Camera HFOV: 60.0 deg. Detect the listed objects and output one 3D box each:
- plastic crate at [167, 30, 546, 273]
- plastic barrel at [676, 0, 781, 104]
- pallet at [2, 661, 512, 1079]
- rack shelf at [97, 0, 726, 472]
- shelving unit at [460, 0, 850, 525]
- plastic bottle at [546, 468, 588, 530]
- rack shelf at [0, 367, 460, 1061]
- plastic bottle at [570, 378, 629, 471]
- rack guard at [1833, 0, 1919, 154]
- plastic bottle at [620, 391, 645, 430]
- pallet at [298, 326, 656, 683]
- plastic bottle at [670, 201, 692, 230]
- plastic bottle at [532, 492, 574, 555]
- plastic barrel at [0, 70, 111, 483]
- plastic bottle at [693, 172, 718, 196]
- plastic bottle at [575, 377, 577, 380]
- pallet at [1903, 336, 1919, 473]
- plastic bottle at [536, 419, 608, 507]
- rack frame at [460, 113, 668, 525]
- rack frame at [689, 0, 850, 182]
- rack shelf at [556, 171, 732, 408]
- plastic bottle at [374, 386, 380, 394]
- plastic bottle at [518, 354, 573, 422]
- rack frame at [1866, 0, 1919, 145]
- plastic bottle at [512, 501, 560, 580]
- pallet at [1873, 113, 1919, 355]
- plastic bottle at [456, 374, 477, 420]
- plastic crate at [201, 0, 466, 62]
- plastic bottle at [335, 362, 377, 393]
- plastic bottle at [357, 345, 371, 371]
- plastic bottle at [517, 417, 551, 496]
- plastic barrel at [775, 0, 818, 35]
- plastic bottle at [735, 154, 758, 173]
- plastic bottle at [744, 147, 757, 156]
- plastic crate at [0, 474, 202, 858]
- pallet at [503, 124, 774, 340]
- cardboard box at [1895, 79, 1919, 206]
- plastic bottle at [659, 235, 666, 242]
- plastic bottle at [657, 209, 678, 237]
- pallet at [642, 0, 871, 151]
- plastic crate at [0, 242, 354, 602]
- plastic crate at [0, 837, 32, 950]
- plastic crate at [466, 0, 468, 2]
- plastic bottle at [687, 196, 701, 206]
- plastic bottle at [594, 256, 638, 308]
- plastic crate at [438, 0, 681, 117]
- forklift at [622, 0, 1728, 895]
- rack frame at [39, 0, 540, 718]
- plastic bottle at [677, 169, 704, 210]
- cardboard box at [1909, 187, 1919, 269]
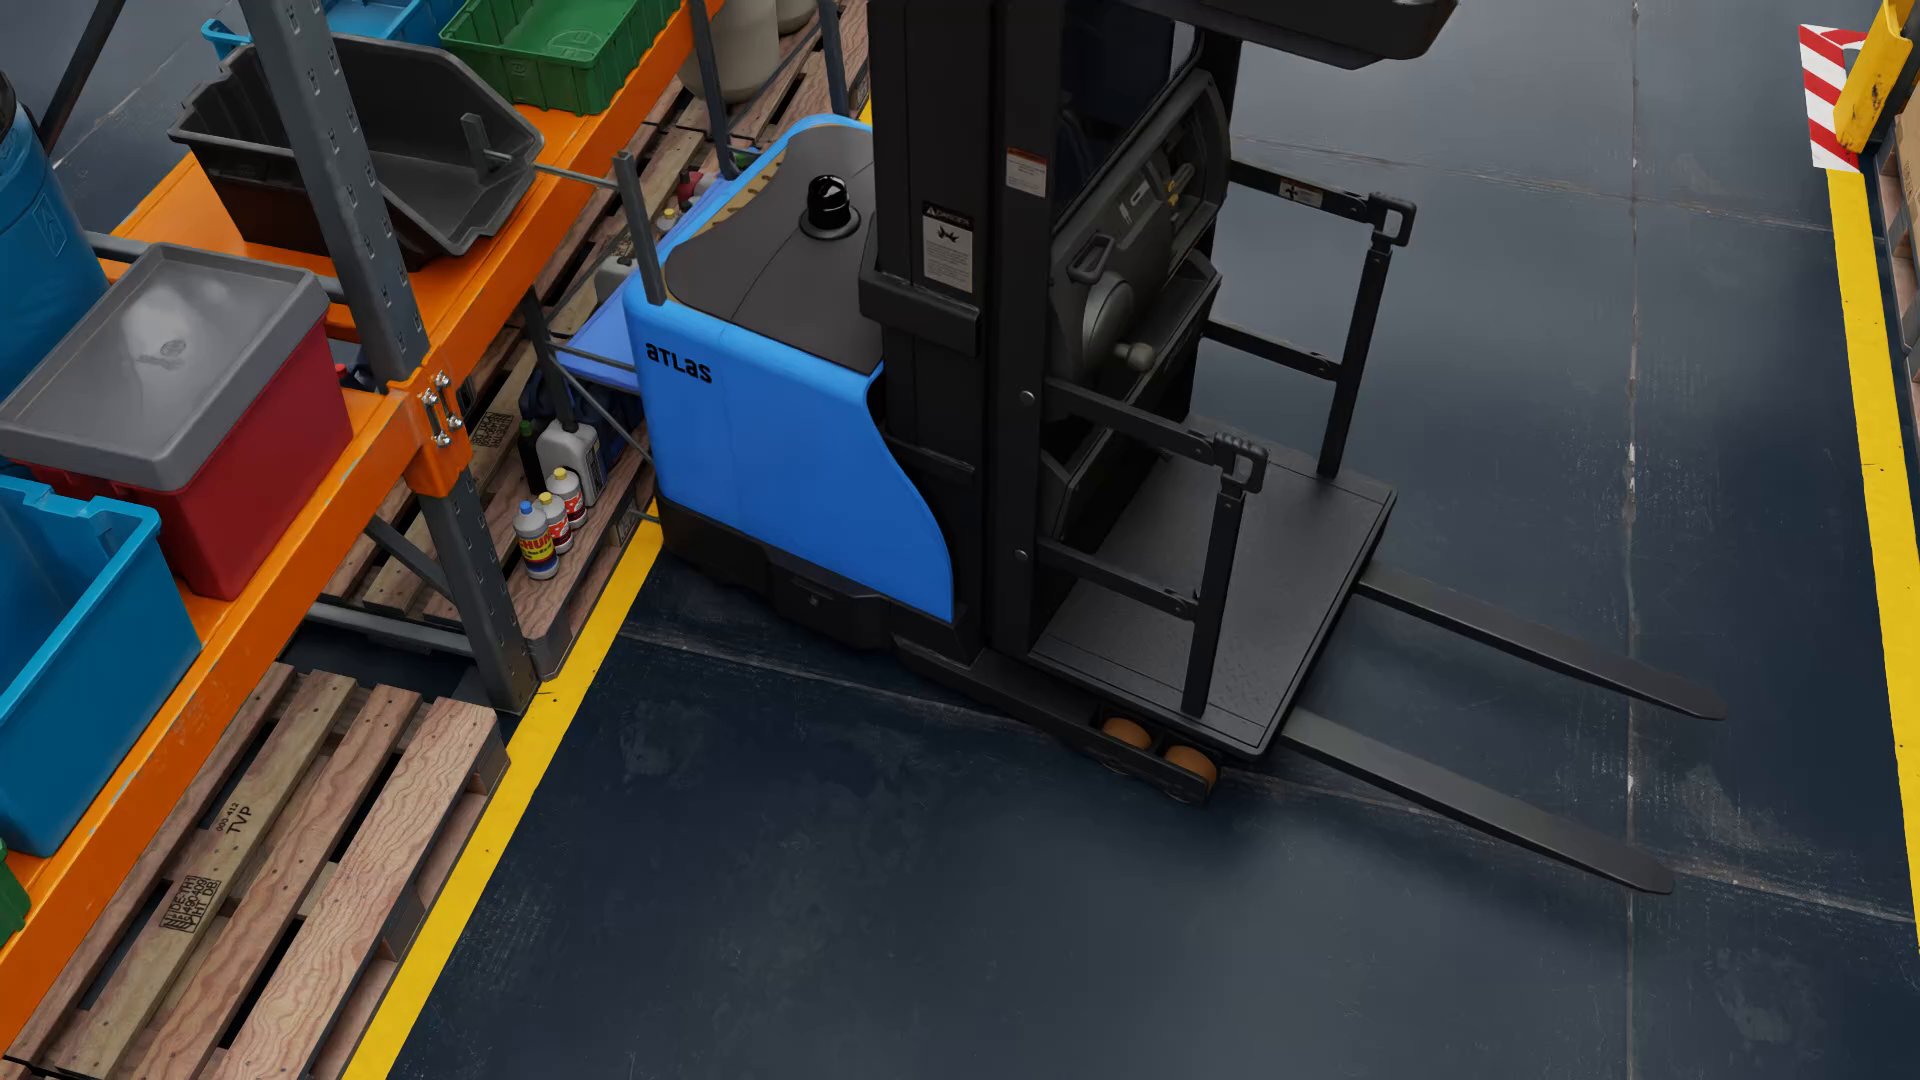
[{"bbox_3d":[-1.471,-0.955,4.134,0.767,0.338,0.504,12,50,10],"label":"plastic crate"},{"bbox_3d":[-0.910,-1.978,6.374,0.421,0.512,0.421,0,49,0],"label":"plastic barrel"},{"bbox_3d":[-1.900,0.876,4.336,1.003,0.211,1.213,12,50,10],"label":"pallet"},{"bbox_3d":[-1.205,-1.831,5.345,1.077,0.370,4.000,12,50,10],"label":"rack shelf"},{"bbox_3d":[-0.768,-0.846,4.967,0.538,1.500,1.048,17,51,19],"label":"shelving unit"},{"bbox_3d":[-1.171,-0.133,4.940,0.097,0.201,0.097,0,49,0],"label":"plastic bottle"},{"bbox_3d":[-2.258,1.062,2.792,1.077,0.370,4.000,12,50,10],"label":"rack shelf"},{"bbox_3d":[-1.118,-0.393,5.070,0.144,0.351,0.185,13,50,11],"label":"plastic bottle"},{"bbox_3d":[4.106,-1.726,6.440,1.175,0.500,0.348,12,50,10],"label":"rack guard"},{"bbox_3d":[-1.069,-0.530,5.190,0.144,0.351,0.185,10,49,8],"label":"plastic bottle"},{"bbox_3d":[-1.514,-0.177,5.266,1.003,0.211,1.213,12,50,10],"label":"pallet"},{"bbox_3d":[-0.908,-0.972,5.581,0.144,0.351,0.185,13,50,12],"label":"plastic bottle"},{"bbox_3d":[-1.198,-0.060,4.875,0.097,0.201,0.097,0,49,0],"label":"plastic bottle"},{"bbox_3d":[-2.125,-0.569,3.417,0.600,0.901,0.708,12,50,10],"label":"plastic barrel"},{"bbox_3d":[-0.832,-1.168,5.804,0.152,0.276,0.135,12,50,10],"label":"plastic bottle"},{"bbox_3d":[-1.197,-0.496,5.213,0.097,0.271,0.097,0,49,0],"label":"plastic bottle"},{"bbox_3d":[3.615,-0.172,5.261,1.003,0.211,1.213,12,50,10],"label":"pallet"},{"bbox_3d":[-1.166,-0.250,4.993,0.152,0.276,0.135,13,50,11],"label":"plastic bottle"},{"bbox_3d":[-0.985,-0.497,4.668,0.500,1.500,0.032,17,51,19],"label":"rack frame"},{"bbox_3d":[-0.552,-1.195,5.267,0.500,1.500,0.032,17,51,19],"label":"rack frame"},{"bbox_3d":[-0.758,-0.725,5.100,0.538,0.185,1.000,17,51,19],"label":"rack shelf"},{"bbox_3d":[-1.701,-0.386,5.063,0.144,0.351,0.185,12,50,10],"label":"plastic bottle"},{"bbox_3d":[-1.258,-0.422,5.095,0.144,0.351,0.185,12,50,10],"label":"plastic bottle"},{"bbox_3d":[4.099,-2.536,5.487,1.000,3.000,0.127,12,50,10],"label":"rack frame"},{"bbox_3d":[-1.224,-0.009,4.784,0.097,0.271,0.097,0,49,0],"label":"plastic bottle"},{"bbox_3d":[3.938,-1.051,6.037,1.003,0.211,1.213,12,50,10],"label":"pallet"},{"bbox_3d":[-1.640,-0.517,5.229,0.152,0.276,0.135,12,50,10],"label":"plastic bottle"},{"bbox_3d":[-1.702,-1.427,4.608,0.499,0.251,0.616,12,50,10],"label":"plastic crate"},{"bbox_3d":[-1.840,-0.414,5.088,0.144,0.351,0.185,10,49,9],"label":"plastic bottle"},{"bbox_3d":[-1.789,-0.553,5.211,0.144,0.351,0.185,9,49,8],"label":"plastic bottle"},{"bbox_3d":[-1.269,-0.273,5.009,0.061,0.283,0.133,12,50,10],"label":"plastic bottle"},{"bbox_3d":[-0.778,-2.340,6.694,0.421,0.512,0.421,0,49,0],"label":"plastic barrel"},{"bbox_3d":[-0.752,-1.259,5.879,0.061,0.283,0.133,13,50,11],"label":"plastic bottle"},{"bbox_3d":[-0.739,-1.320,5.988,0.097,0.201,0.097,0,49,0],"label":"plastic bottle"},{"bbox_3d":[-1.721,0.242,3.046,0.392,0.384,0.575,12,50,10],"label":"plastic crate"},{"bbox_3d":[-1.195,-1.063,6.047,1.003,0.211,1.213,12,50,10],"label":"pallet"},{"bbox_3d":[3.744,-1.421,6.057,0.500,0.250,0.500,12,50,10],"label":"cardboard box"},{"bbox_3d":[-0.957,-0.837,5.462,0.144,0.351,0.185,11,50,10],"label":"plastic bottle"},{"bbox_3d":[-0.993,-1.054,5.753,0.097,0.201,0.097,0,49,0],"label":"plastic bottle"},{"bbox_3d":[-0.872,-1.942,6.823,1.003,0.211,1.213,12,50,10],"label":"pallet"},{"bbox_3d":[-1.563,-0.233,3.412,0.402,0.464,0.583,12,50,10],"label":"plastic crate"},{"bbox_3d":[-1.917,0.763,2.717,0.450,0.188,0.662,12,50,10],"label":"plastic crate"},{"bbox_3d":[-1.548,-1.760,4.978,0.530,0.136,0.437,12,50,10],"label":"plastic crate"},{"bbox_3d":[-0.868,-1.068,5.715,0.152,0.276,0.135,10,49,9],"label":"plastic bottle"},{"bbox_3d":[-1.106,-0.824,5.500,0.152,0.276,0.135,12,50,10],"label":"plastic bottle"},{"bbox_3d":[-1.102,-1.479,4.696,0.450,0.188,0.662,12,50,10],"label":"plastic crate"},{"bbox_3d":[0.620,-0.703,3.915,3.031,2.935,1.130,23,52,19],"label":"forklift"},{"bbox_3d":[-1.731,-0.622,3.799,1.000,3.000,0.127,12,50,10],"label":"rack frame"},{"bbox_3d":[-0.935,-1.191,5.819,0.061,0.283,0.133,12,50,10],"label":"plastic bottle"},{"bbox_3d":[3.615,-1.058,5.737,0.500,0.250,0.500,12,50,10],"label":"cardboard box"}]
